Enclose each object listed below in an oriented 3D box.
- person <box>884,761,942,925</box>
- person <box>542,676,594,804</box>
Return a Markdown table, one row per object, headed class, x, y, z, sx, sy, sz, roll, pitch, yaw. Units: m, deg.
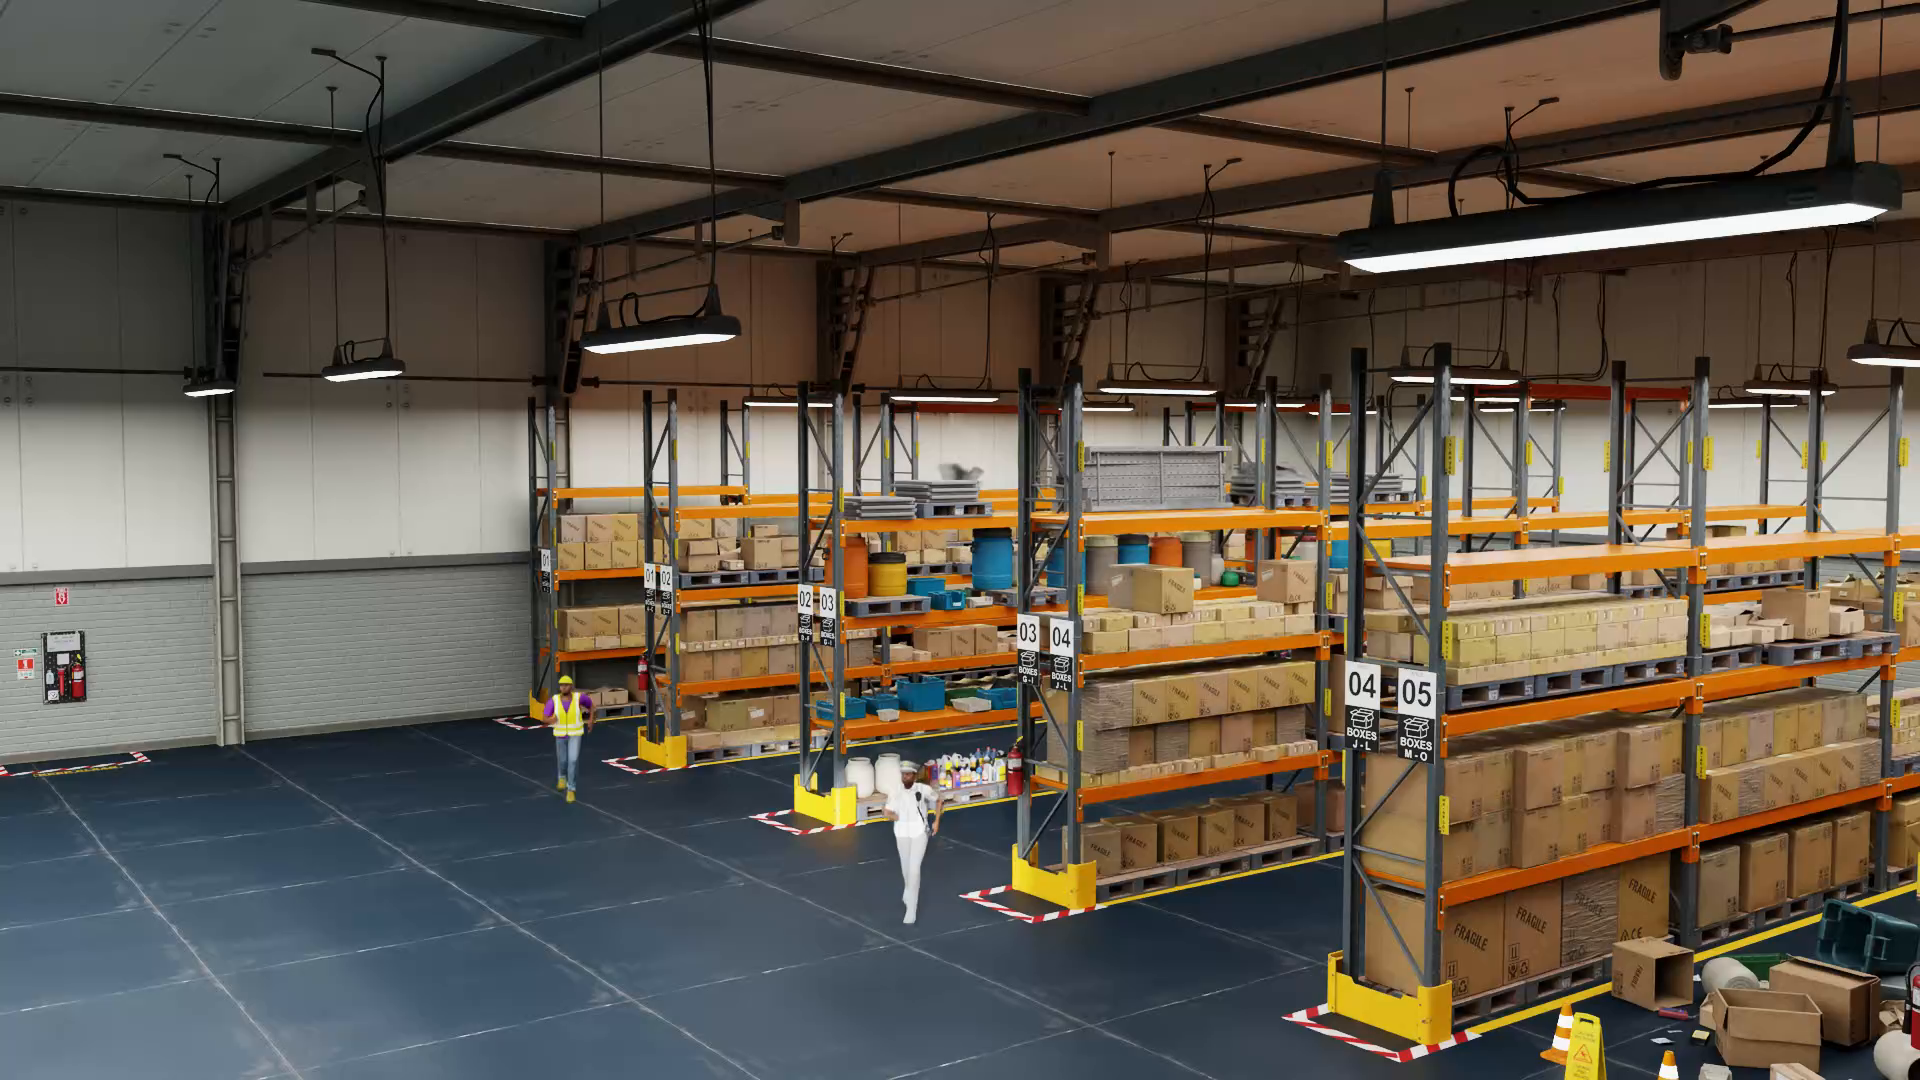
| class | x | y | z | sx | sy | sz | roll | pitch | yaw |
| --- | --- | --- | --- | --- | --- | --- | --- | --- | --- |
| person | -0.508 | 3.247 | 18.180 | 0.589 | 1.744 | 0.894 | 1 | 3 | 14 |
| person | -5.683 | 2.854 | 24.156 | 0.712 | 1.806 | 0.947 | 0 | 3 | -6 |
